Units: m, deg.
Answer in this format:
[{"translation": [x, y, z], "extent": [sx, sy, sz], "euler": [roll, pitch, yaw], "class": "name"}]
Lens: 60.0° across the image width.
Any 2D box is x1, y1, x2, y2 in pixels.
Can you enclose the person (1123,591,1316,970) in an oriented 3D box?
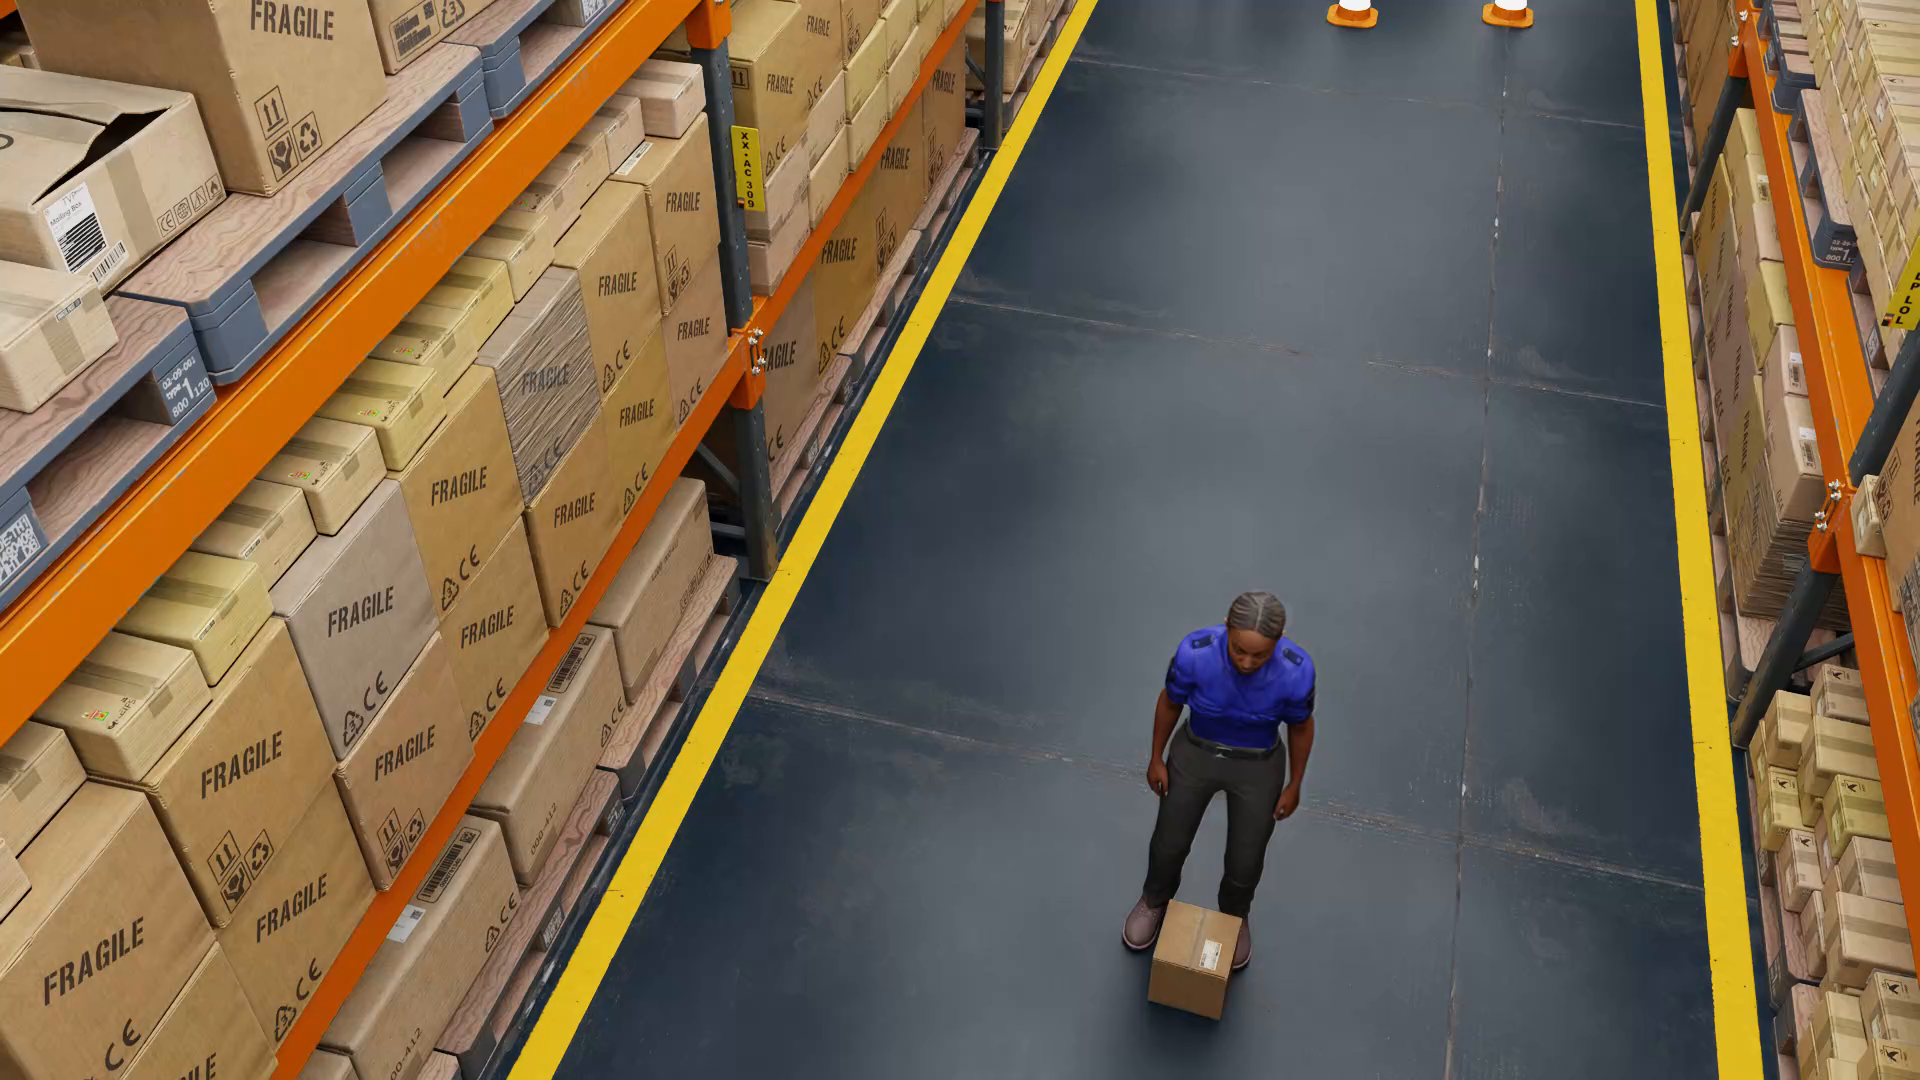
[{"translation": [0.842, 0.739, 5.320], "extent": [0.512, 1.654, 0.352], "euler": [10, 42, 11], "class": "person"}]
